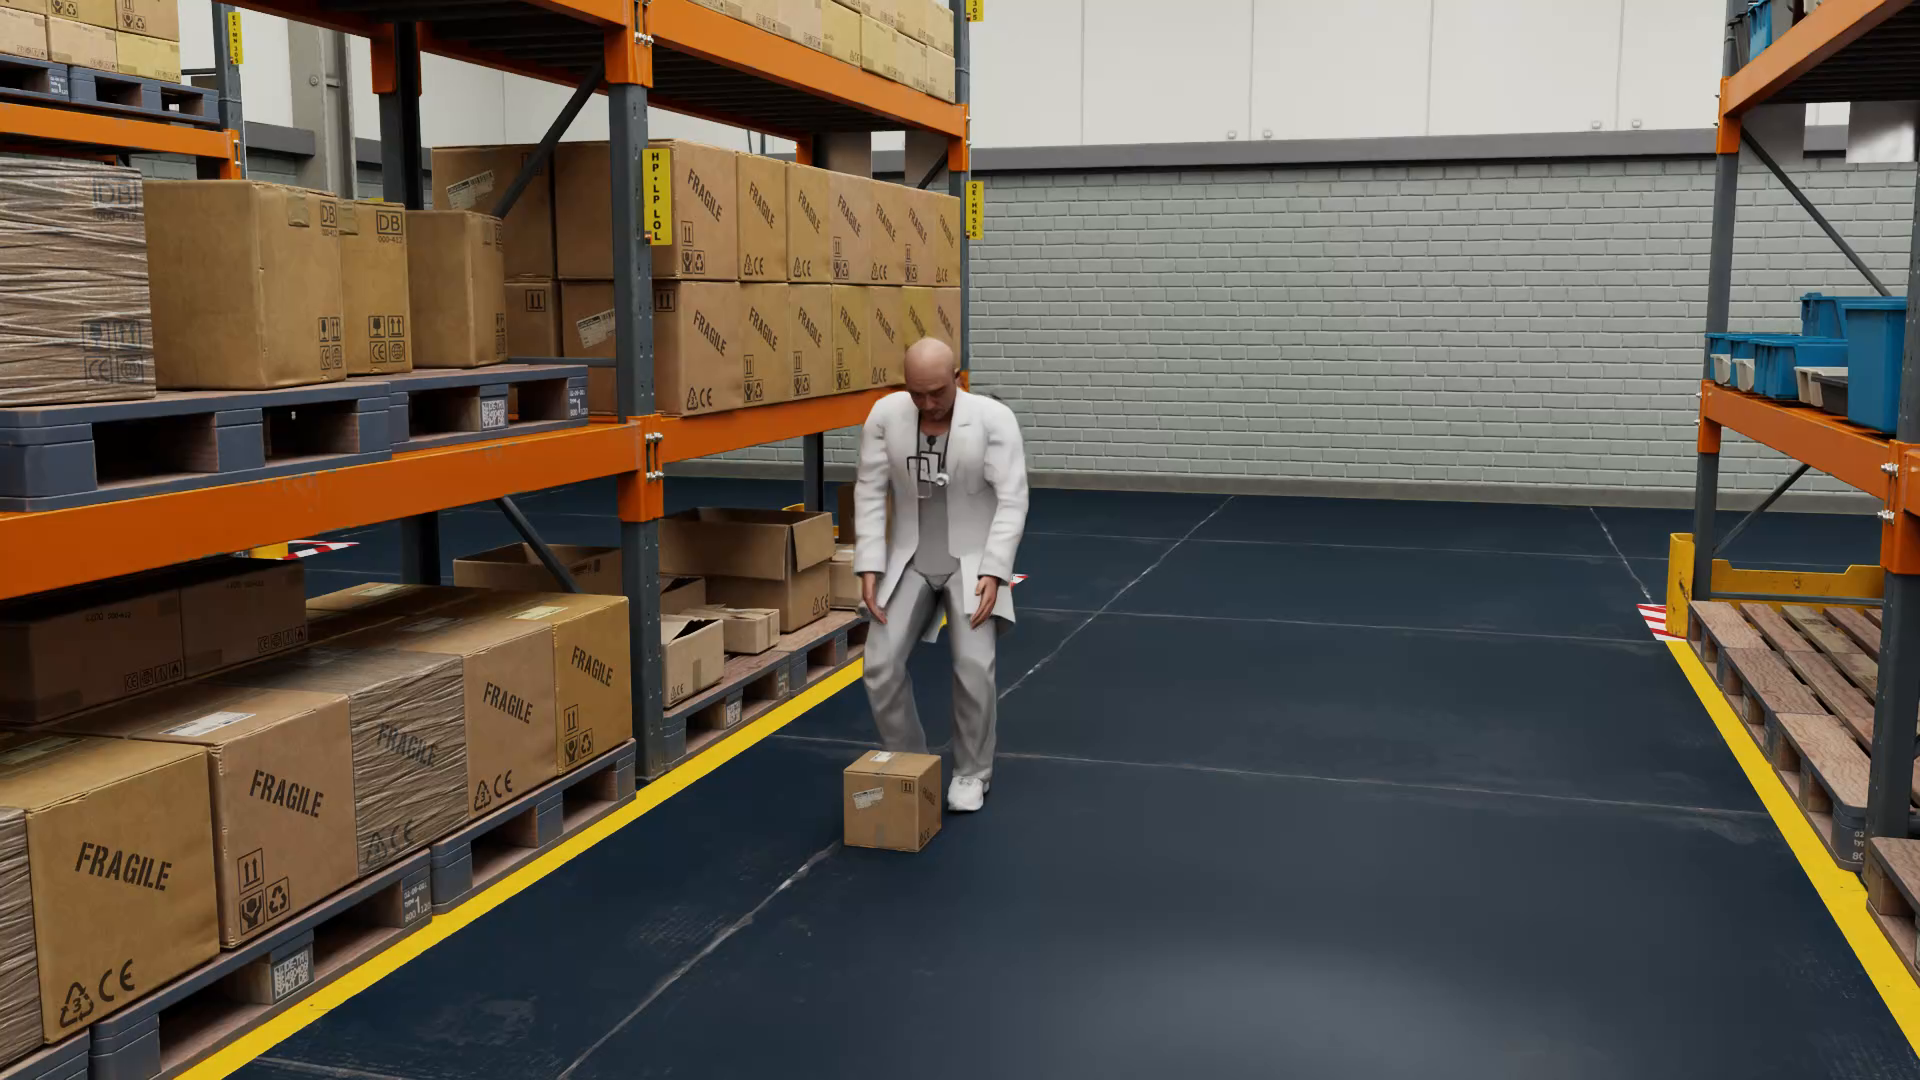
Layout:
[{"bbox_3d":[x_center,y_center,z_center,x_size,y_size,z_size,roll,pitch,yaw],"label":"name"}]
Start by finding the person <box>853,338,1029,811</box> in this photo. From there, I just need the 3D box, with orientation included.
[{"bbox_3d":[-0.056,0.116,5.725,0.618,1.601,0.564,2,9,17],"label":"person"}]
